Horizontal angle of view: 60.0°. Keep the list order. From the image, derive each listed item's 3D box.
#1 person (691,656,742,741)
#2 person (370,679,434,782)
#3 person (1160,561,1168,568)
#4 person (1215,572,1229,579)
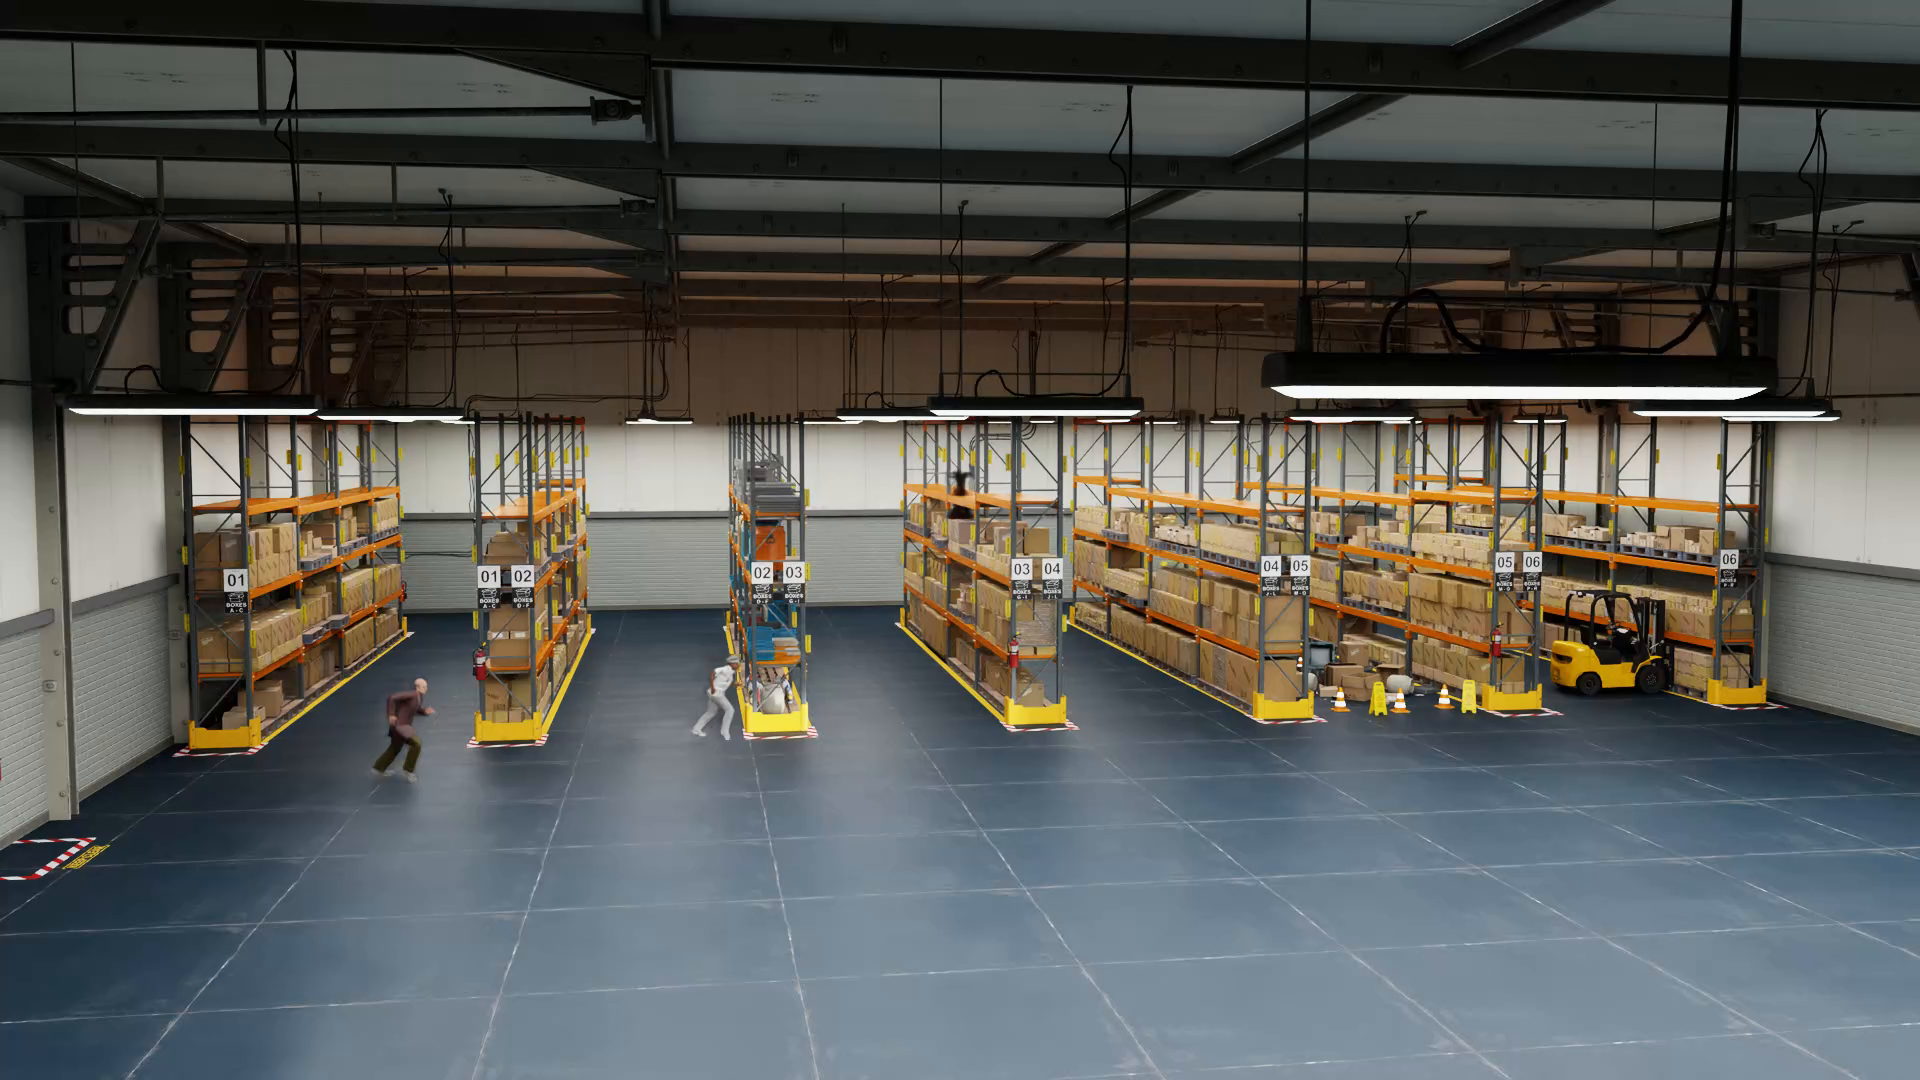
[{"bbox_3d":[-4.455,2.907,30.356,0.962,1.608,0.623,0,4,6],"label":"person"},{"bbox_3d":[-9.027,3.092,26.834,1.062,1.719,0.756,0,4,5],"label":"person"},{"bbox_3d":[6.397,1.480,50.314,0.828,1.693,0.703,-1,4,-17],"label":"person"},{"bbox_3d":[8.240,1.384,51.826,0.848,1.613,0.615,-1,4,-20],"label":"person"}]
